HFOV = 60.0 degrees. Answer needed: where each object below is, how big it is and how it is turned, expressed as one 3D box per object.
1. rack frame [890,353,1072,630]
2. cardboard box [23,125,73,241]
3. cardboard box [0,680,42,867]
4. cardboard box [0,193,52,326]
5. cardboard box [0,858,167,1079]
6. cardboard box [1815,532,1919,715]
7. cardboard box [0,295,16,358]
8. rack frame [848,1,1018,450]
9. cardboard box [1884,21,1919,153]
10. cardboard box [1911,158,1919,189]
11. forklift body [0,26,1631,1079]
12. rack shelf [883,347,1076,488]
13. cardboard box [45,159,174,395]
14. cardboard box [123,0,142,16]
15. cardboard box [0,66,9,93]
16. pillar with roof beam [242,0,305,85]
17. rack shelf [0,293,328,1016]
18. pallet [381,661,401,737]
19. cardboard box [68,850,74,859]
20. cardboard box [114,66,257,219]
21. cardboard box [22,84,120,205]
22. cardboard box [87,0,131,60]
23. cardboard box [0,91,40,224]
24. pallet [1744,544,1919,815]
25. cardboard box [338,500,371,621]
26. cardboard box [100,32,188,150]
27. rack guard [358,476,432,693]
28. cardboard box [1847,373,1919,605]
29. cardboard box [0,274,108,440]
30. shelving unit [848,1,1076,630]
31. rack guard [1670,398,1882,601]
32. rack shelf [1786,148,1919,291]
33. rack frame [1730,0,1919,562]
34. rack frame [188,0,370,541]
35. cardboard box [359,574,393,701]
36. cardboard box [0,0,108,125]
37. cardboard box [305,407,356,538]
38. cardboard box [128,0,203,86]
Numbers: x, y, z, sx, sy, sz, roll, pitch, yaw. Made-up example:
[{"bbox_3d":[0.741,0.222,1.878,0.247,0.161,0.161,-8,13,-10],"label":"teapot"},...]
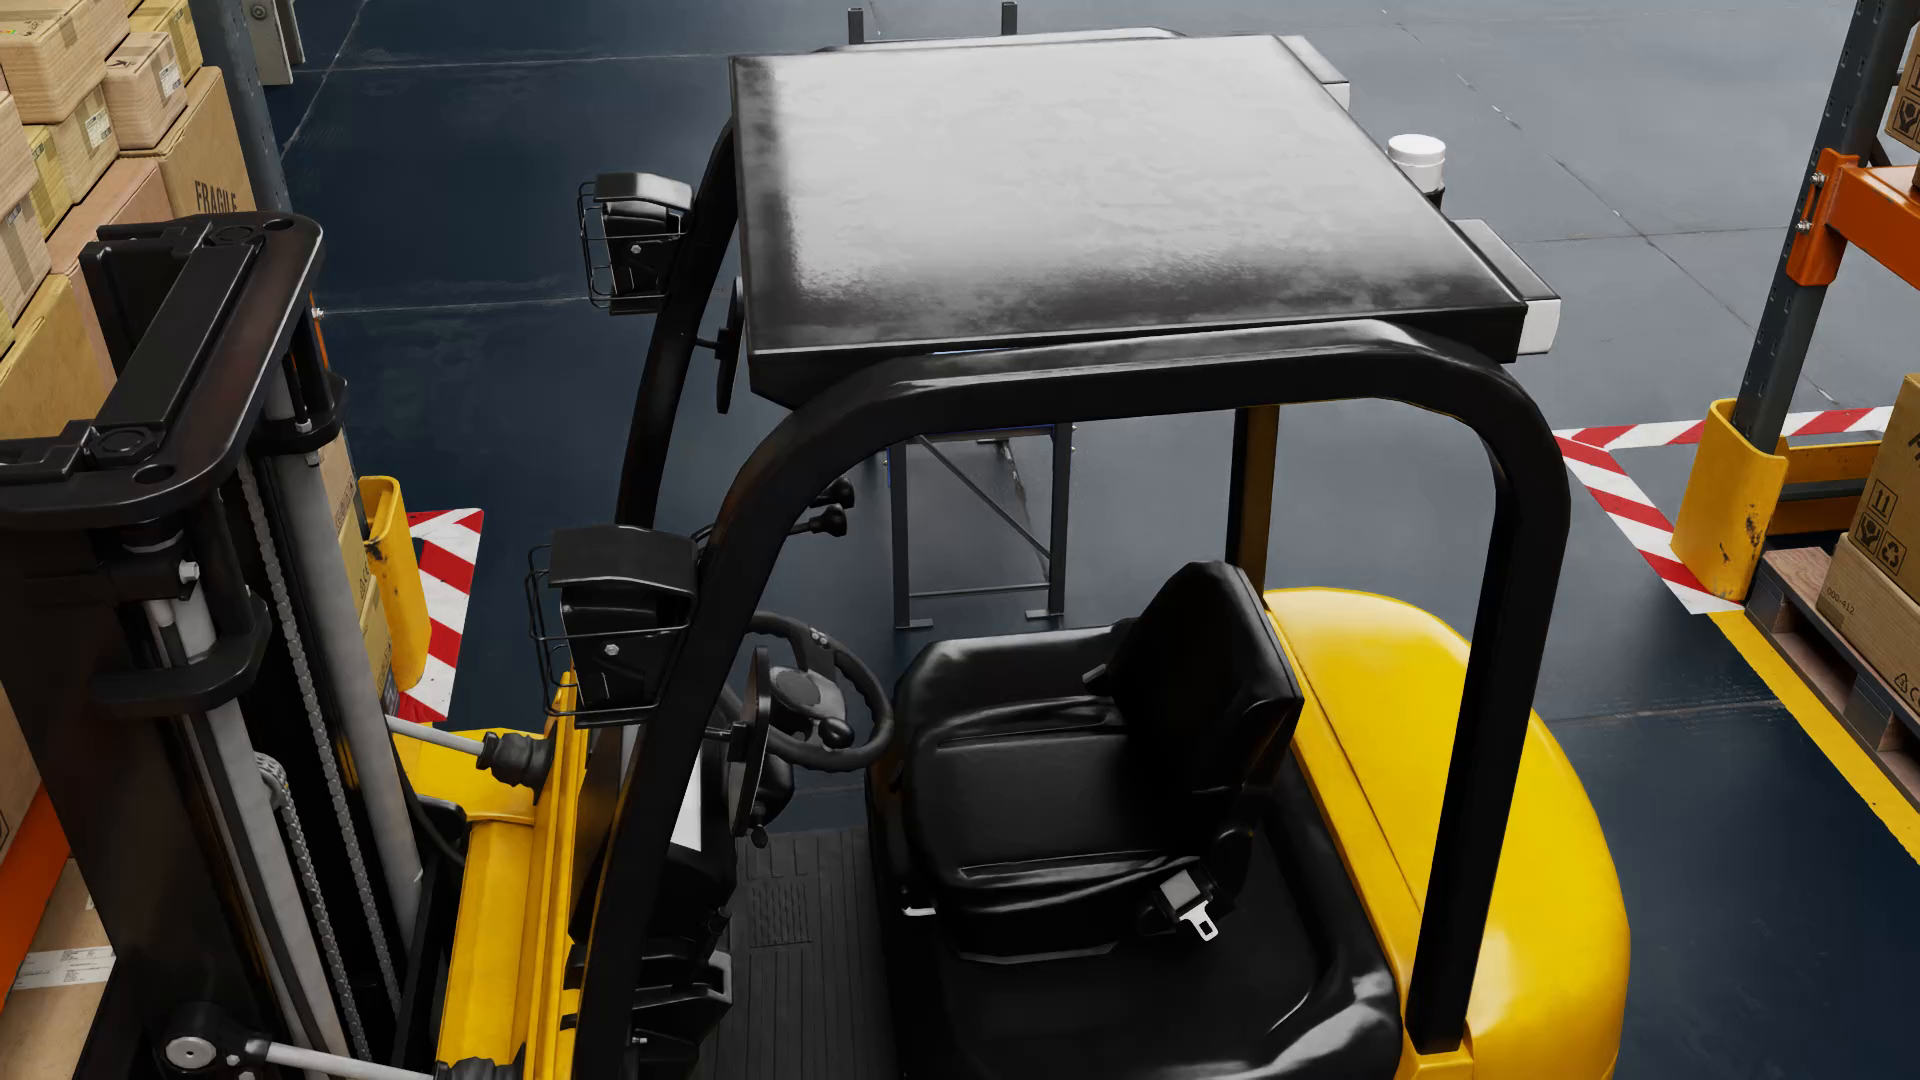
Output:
[{"bbox_3d":[0.057,-0.384,4.481,0.500,1.500,0.032,-4,35,-6],"label":"rack frame"},{"bbox_3d":[-1.722,-0.564,2.749,0.380,0.149,0.250,-5,35,-7],"label":"cardboard box"},{"bbox_3d":[-1.571,0.213,2.185,0.500,0.500,0.500,-4,34,-6],"label":"cardboard box"},{"bbox_3d":[-1.639,-0.419,2.536,0.380,0.149,0.250,-5,35,-8],"label":"cardboard box"},{"bbox_3d":[-1.522,0.776,2.629,0.500,0.250,0.500,-5,35,-7],"label":"cardboard box"},{"bbox_3d":[2.646,0.200,4.362,0.500,0.250,0.500,-5,35,-7],"label":"cardboard box"},{"bbox_3d":[-1.585,-0.279,2.331,0.380,0.149,0.250,-4,34,-6],"label":"cardboard box"},{"bbox_3d":[-0.080,-0.951,5.314,0.500,1.500,0.032,-4,35,-6],"label":"rack frame"},{"bbox_3d":[2.601,-1.113,3.866,0.500,0.500,0.500,-5,35,-7],"label":"cardboard box"},{"bbox_3d":[2.653,-0.925,4.167,0.380,0.149,0.250,-4,35,-6],"label":"cardboard box"},{"bbox_3d":[-0.043,0.415,2.731,2.313,2.155,1.214,-4,35,-6],"label":"forklift body"},{"bbox_3d":[-0.011,-0.519,4.999,0.538,0.185,1.000,-4,35,-6],"label":"rack shelf"},{"bbox_3d":[-1.719,-0.352,3.015,0.500,0.500,0.500,-3,34,-5],"label":"cardboard box"},{"bbox_3d":[-1.849,-1.104,3.278,0.380,0.149,0.250,-4,35,-6],"label":"cardboard box"},{"bbox_3d":[-1.763,-0.681,2.656,0.380,0.149,0.250,-4,34,-6],"label":"cardboard box"},{"bbox_3d":[0.553,-6.552,6.874,9.100,9.000,0.400,-4,35,-6],"label":"pillar with roof beam"},{"bbox_3d":[-1.837,0.557,2.407,1.077,0.370,4.000,-4,35,-6],"label":"rack shelf"},{"bbox_3d":[-1.962,0.720,4.006,1.003,0.211,1.213,-4,35,-6],"label":"pallet"},{"bbox_3d":[-1.583,0.492,3.045,0.500,0.250,0.500,-4,34,-6],"label":"cardboard box"},{"bbox_3d":[-1.780,-0.643,3.440,0.500,0.500,0.500,-5,35,-7],"label":"cardboard box"},{"bbox_3d":[-1.744,-0.703,2.954,0.380,0.149,0.250,-4,34,-5],"label":"cardboard box"},{"bbox_3d":[-1.785,-0.969,3.079,0.380,0.149,0.250,-4,35,-6],"label":"cardboard box"},{"bbox_3d":[-1.618,-0.544,2.455,0.380,0.149,0.250,-4,34,-5],"label":"cardboard box"},{"bbox_3d":[2.896,0.417,4.451,1.003,0.211,1.213,-4,35,-6],"label":"pallet"},{"bbox_3d":[-1.731,0.148,3.994,0.500,0.250,0.500,-5,35,-7],"label":"cardboard box"},{"bbox_3d":[-1.718,-0.853,3.173,0.380,0.149,0.250,-4,34,-6],"label":"cardboard box"},{"bbox_3d":[-2.109,0.164,4.566,1.175,0.500,0.348,-4,35,-6],"label":"rack guard"},{"bbox_3d":[2.650,-0.097,4.131,0.500,0.500,0.500,-5,35,-8],"label":"cardboard box"},{"bbox_3d":[-1.650,-0.066,2.595,0.500,0.500,0.500,-5,35,-7],"label":"cardboard box"},{"bbox_3d":[-0.011,-0.667,4.897,0.538,1.500,1.048,-4,35,-6],"label":"shelving unit"},{"bbox_3d":[2.822,-0.159,5.039,1.175,0.500,0.348,-4,35,-6],"label":"rack guard"},{"bbox_3d":[3.081,0.179,2.962,1.077,0.370,4.000,-4,35,-6],"label":"rack shelf"},{"bbox_3d":[2.812,-1.234,4.397,1.000,3.000,0.127,-4,35,-6],"label":"rack frame"},{"bbox_3d":[-2.106,-0.856,3.842,1.000,3.000,0.127,-4,35,-6],"label":"rack frame"},{"bbox_3d":[-1.730,0.345,4.149,0.500,0.250,0.500,-4,34,-6],"label":"cardboard box"},{"bbox_3d":[-1.723,-0.825,2.868,0.380,0.149,0.250,-4,34,-5],"label":"cardboard box"},{"bbox_3d":[-1.735,-0.073,3.874,0.500,0.250,0.500,-3,34,-5],"label":"cardboard box"},{"bbox_3d":[-1.782,-0.993,3.379,0.380,0.149,0.250,-4,34,-6],"label":"cardboard box"}]
